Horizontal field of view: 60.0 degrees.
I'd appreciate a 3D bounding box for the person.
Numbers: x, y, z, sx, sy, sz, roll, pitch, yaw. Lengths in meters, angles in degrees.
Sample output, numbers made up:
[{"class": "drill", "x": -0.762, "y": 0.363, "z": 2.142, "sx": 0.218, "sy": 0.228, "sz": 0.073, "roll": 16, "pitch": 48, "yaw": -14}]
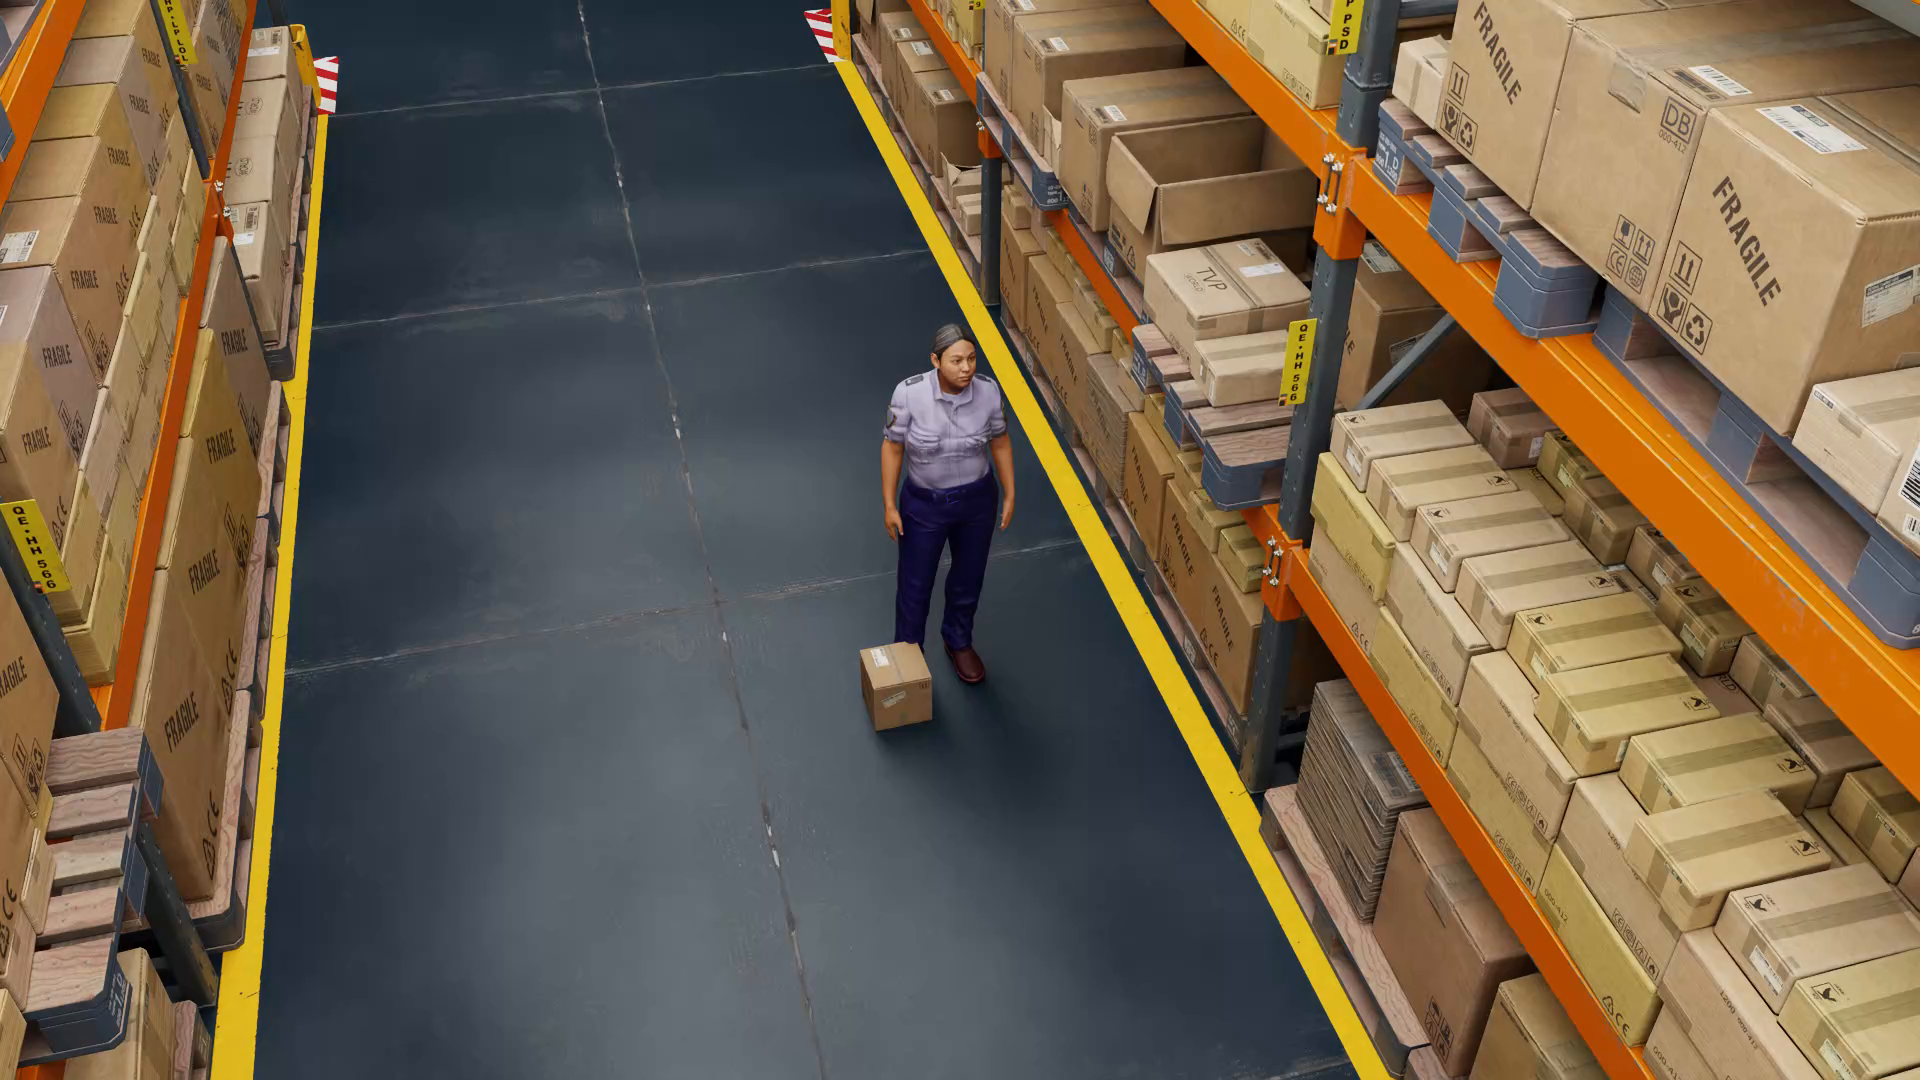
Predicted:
[{"class": "person", "x": -0.042, "y": -0.089, "z": 6.819, "sx": 0.598, "sy": 1.651, "sz": 0.503, "roll": -9, "pitch": 39, "yaw": -12}]
